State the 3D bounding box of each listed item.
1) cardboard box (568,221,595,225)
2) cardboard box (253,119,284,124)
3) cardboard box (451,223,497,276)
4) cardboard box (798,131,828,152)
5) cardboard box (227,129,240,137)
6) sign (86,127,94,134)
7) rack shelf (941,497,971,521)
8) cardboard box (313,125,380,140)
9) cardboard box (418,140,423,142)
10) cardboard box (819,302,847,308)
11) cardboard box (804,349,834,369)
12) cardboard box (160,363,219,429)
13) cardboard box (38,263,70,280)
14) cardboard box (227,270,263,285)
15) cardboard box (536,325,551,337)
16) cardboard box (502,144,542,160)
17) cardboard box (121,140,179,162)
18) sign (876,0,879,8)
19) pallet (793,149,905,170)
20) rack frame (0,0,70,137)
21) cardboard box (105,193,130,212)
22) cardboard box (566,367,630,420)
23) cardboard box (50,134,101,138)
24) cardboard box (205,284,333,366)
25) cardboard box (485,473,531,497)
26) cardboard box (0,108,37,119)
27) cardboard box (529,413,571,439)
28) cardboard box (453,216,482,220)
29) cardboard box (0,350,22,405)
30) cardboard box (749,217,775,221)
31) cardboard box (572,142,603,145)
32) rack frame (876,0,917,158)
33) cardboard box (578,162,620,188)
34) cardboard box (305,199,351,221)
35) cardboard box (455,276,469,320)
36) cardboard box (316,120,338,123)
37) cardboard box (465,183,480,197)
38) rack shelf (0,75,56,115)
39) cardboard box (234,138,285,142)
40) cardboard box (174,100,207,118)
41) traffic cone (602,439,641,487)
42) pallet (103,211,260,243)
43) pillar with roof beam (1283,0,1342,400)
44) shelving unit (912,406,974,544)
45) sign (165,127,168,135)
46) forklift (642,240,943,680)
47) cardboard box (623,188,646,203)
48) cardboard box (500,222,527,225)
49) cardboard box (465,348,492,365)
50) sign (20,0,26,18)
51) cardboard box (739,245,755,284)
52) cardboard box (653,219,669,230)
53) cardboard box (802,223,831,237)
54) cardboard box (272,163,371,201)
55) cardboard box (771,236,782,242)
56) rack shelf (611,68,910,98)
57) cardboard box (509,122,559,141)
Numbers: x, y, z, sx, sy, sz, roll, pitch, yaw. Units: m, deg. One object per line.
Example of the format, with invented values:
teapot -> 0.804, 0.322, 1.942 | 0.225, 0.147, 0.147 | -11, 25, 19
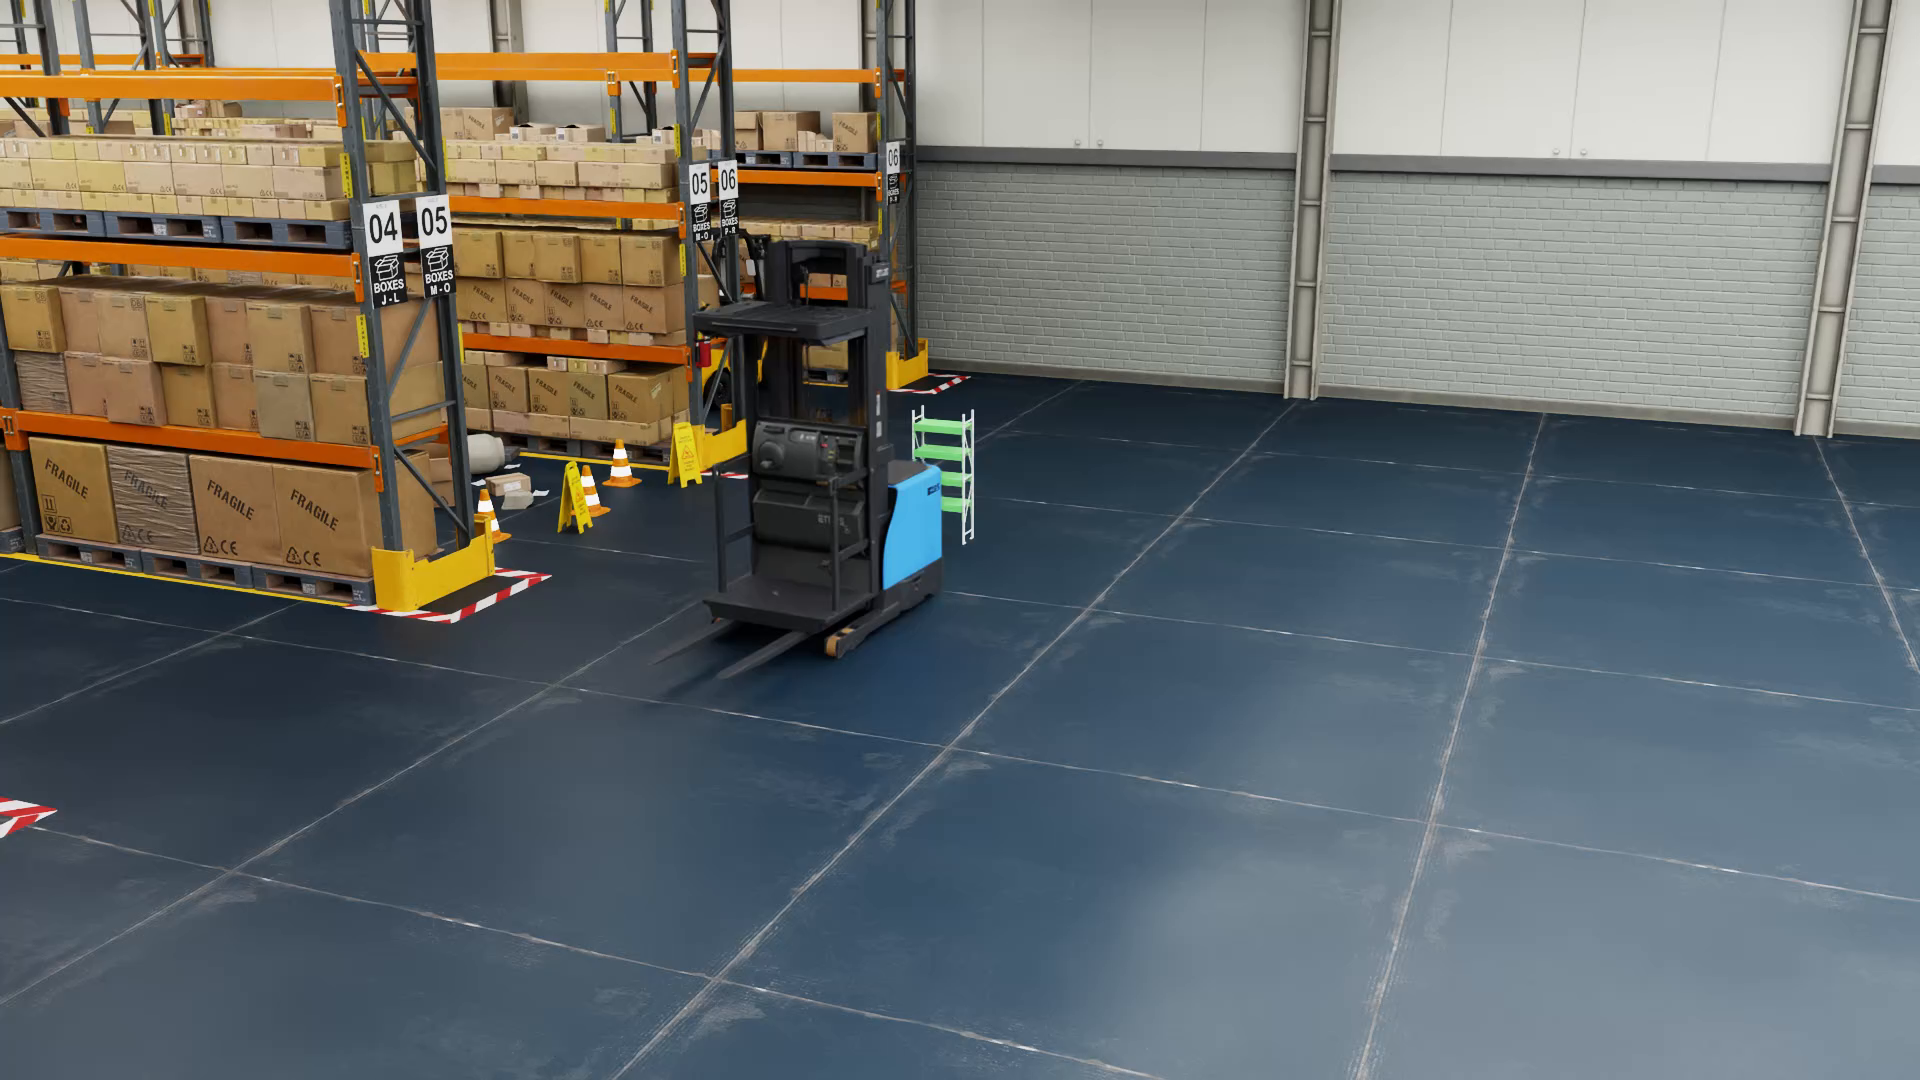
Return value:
cardboard box -> -5.500, -4.560, 24.235 | 0.250, 0.149, 0.380 | 6, 17, 20
cardboard box -> -10.415, -6.266, 25.057 | 0.250, 0.149, 0.380 | 6, 17, 21
cardboard box -> -5.565, -3.246, 18.544 | 0.500, 0.500, 0.700 | 6, 17, 21
cardboard box -> -1.942, -5.270, 21.951 | 0.258, 0.266, 0.396 | 6, 17, 21
cardboard box -> -10.903, -6.172, 25.267 | 0.250, 0.149, 0.380 | 6, 17, 20
sign -> -10.295, -4.727, 19.702 | 0.005, 0.325, 0.100 | 6, 17, 21
rack shelf -> -0.154, -0.301, 15.226 | 0.480, 0.148, 0.258 | 6, 17, 21
cardboard box -> -6.948, -4.570, 18.852 | 0.500, 0.250, 0.500 | 7, 17, 22
cardboard box -> -5.987, -4.461, 18.876 | 0.250, 0.149, 0.380 | 7, 17, 22
cardboard box -> -1.667, -3.122, 23.010 | 0.500, 0.250, 0.500 | 6, 17, 21
cardboard box -> -1.836, -2.513, 22.705 | 0.500, 0.250, 0.500 | 6, 17, 21
cardboard box -> -6.228, -1.313, 14.123 | 0.500, 0.550, 0.875 | 6, 17, 21
cardboard box -> -11.105, -3.346, 20.769 | 0.500, 0.250, 0.500 | 6, 17, 19
cardboard box -> -8.303, -3.272, 19.675 | 0.500, 0.500, 0.500 | 6, 17, 19
cardboard box -> -4.482, -2.348, 18.409 | 0.250, 0.149, 0.380 | 6, 17, 21
cardboard box -> -4.713, -4.182, 17.916 | 0.250, 0.149, 0.380 | 7, 17, 22
cardboard box -> -6.455, -3.111, 13.294 | 0.250, 0.149, 0.380 | 6, 17, 20
sign -> -1.036, -6.841, 20.856 | 0.005, 0.325, 0.100 | 6, 17, 21
pallet -> -1.472, -5.090, 22.179 | 1.213, 0.211, 1.003 | 6, 17, 21
rack frame -> -8.085, -4.321, 13.993 | 0.127, 3.000, 1.000 | 6, 17, 21
cardboard box -> -6.685, -2.754, 13.494 | 0.250, 0.149, 0.380 | 6, 17, 21
cardboard box -> -3.969, -1.633, 18.328 | 0.500, 0.500, 0.500 | 7, 18, 23
cardboard box -> -7.627, -3.437, 14.418 | 0.250, 0.149, 0.380 | 6, 17, 20
cardboard box -> -5.711, -1.794, 13.844 | 0.550, 0.550, 0.875 | 6, 17, 21
cardboard box -> -4.601, -0.566, 16.932 | 0.380, 0.149, 0.250 | -12, 20, -37
cardboard box -> -15.387, -6.890, 27.062 | 0.500, 0.250, 0.500 | 6, 17, 20
cardboard box -> -4.460, -1.326, 18.616 | 0.500, 0.250, 0.500 | 6, 17, 19
cardboard box -> -7.386, -4.769, 24.956 | 0.250, 0.149, 0.380 | 6, 17, 21
cardboard box -> -8.668, -1.472, 14.760 | 0.500, 0.500, 0.500 | 6, 17, 20
cardboard box -> -2.733, -4.396, 23.137 | 0.250, 0.149, 0.380 | 7, 18, 22
cardboard box -> -4.032, -4.273, 18.230 | 0.250, 0.149, 0.380 | 7, 18, 22
rack frame -> -0.823, -6.493, 21.477 | 0.127, 3.000, 1.000 | 6, 17, 21
cardboard box -> -3.679, -3.874, 17.569 | 0.500, 0.250, 0.500 | 6, 17, 20
cardboard box -> -4.797, -2.546, 12.778 | 0.250, 0.149, 0.380 | 6, 17, 21
cardboard box -> -5.580, -2.762, 18.671 | 0.500, 0.500, 0.500 | 6, 17, 20
cardboard box -> -9.387, -6.197, 24.857 | 0.250, 0.149, 0.380 | 6, 17, 20
cardboard box -> -5.205, -3.854, 18.216 | 0.250, 0.149, 0.380 | 6, 17, 19
rack shelf -> -9.945, -3.988, 14.853 | 4.000, 0.370, 1.077 | 6, 17, 21
cardboard box -> -5.739, -3.230, 13.704 | 0.250, 0.149, 0.380 | 6, 17, 20
cardboard box -> -11.834, -6.630, 25.569 | 0.258, 0.266, 0.396 | 6, 17, 20
traffic cone -> -3.515, -0.816, 17.230 | 0.334, 0.463, 0.336 | 6, 17, 21
pallet -> -6.196, -2.626, 13.694 | 1.213, 0.211, 1.003 | 6, 17, 21
pillar with roof beam -> 2.861, -5.068, 16.567 | 0.400, 9.000, 9.100 | 6, 17, 21
shelving unit -> -0.154, -0.593, 15.141 | 0.503, 1.200, 0.258 | 6, 17, 21
sign -> -9.882, -4.972, 20.690 | 0.005, 0.325, 0.100 | 6, 17, 21
forklift -> -1.238, -0.675, 12.317 | 1.130, 2.935, 3.031 | 8, 18, 25
cardboard box -> -3.319, -3.625, 17.428 | 0.250, 0.149, 0.380 | 6, 17, 21
cardboard box -> -6.418, -4.489, 23.988 | 0.250, 0.149, 0.380 | 6, 17, 19
cardboard box -> -5.340, -2.076, 18.690 | 0.250, 0.149, 0.380 | 7, 18, 23
sign -> -15.485, -8.797, 27.451 | 0.005, 0.325, 0.100 | 6, 17, 21
cardboard box -> -2.805, -3.799, 22.777 | 0.500, 0.500, 0.500 | 6, 17, 21
cardboard box -> -4.074, -4.416, 23.204 | 0.250, 0.149, 0.380 | 7, 17, 21
cardboard box -> -1.933, -4.178, 22.386 | 0.250, 0.149, 0.380 | 6, 17, 21
cardboard box -> -4.921, -2.769, 12.831 | 0.500, 0.250, 0.500 | 7, 17, 21
cardboard box -> -2.451, -4.060, 22.511 | 0.250, 0.149, 0.380 | 6, 17, 21
rack shelf -> -2.684, -6.160, 22.337 | 4.000, 0.370, 1.077 | 6, 17, 21
cardboard box -> -6.021, -5.758, 23.552 | 0.500, 0.311, 0.500 | 6, 17, 19
